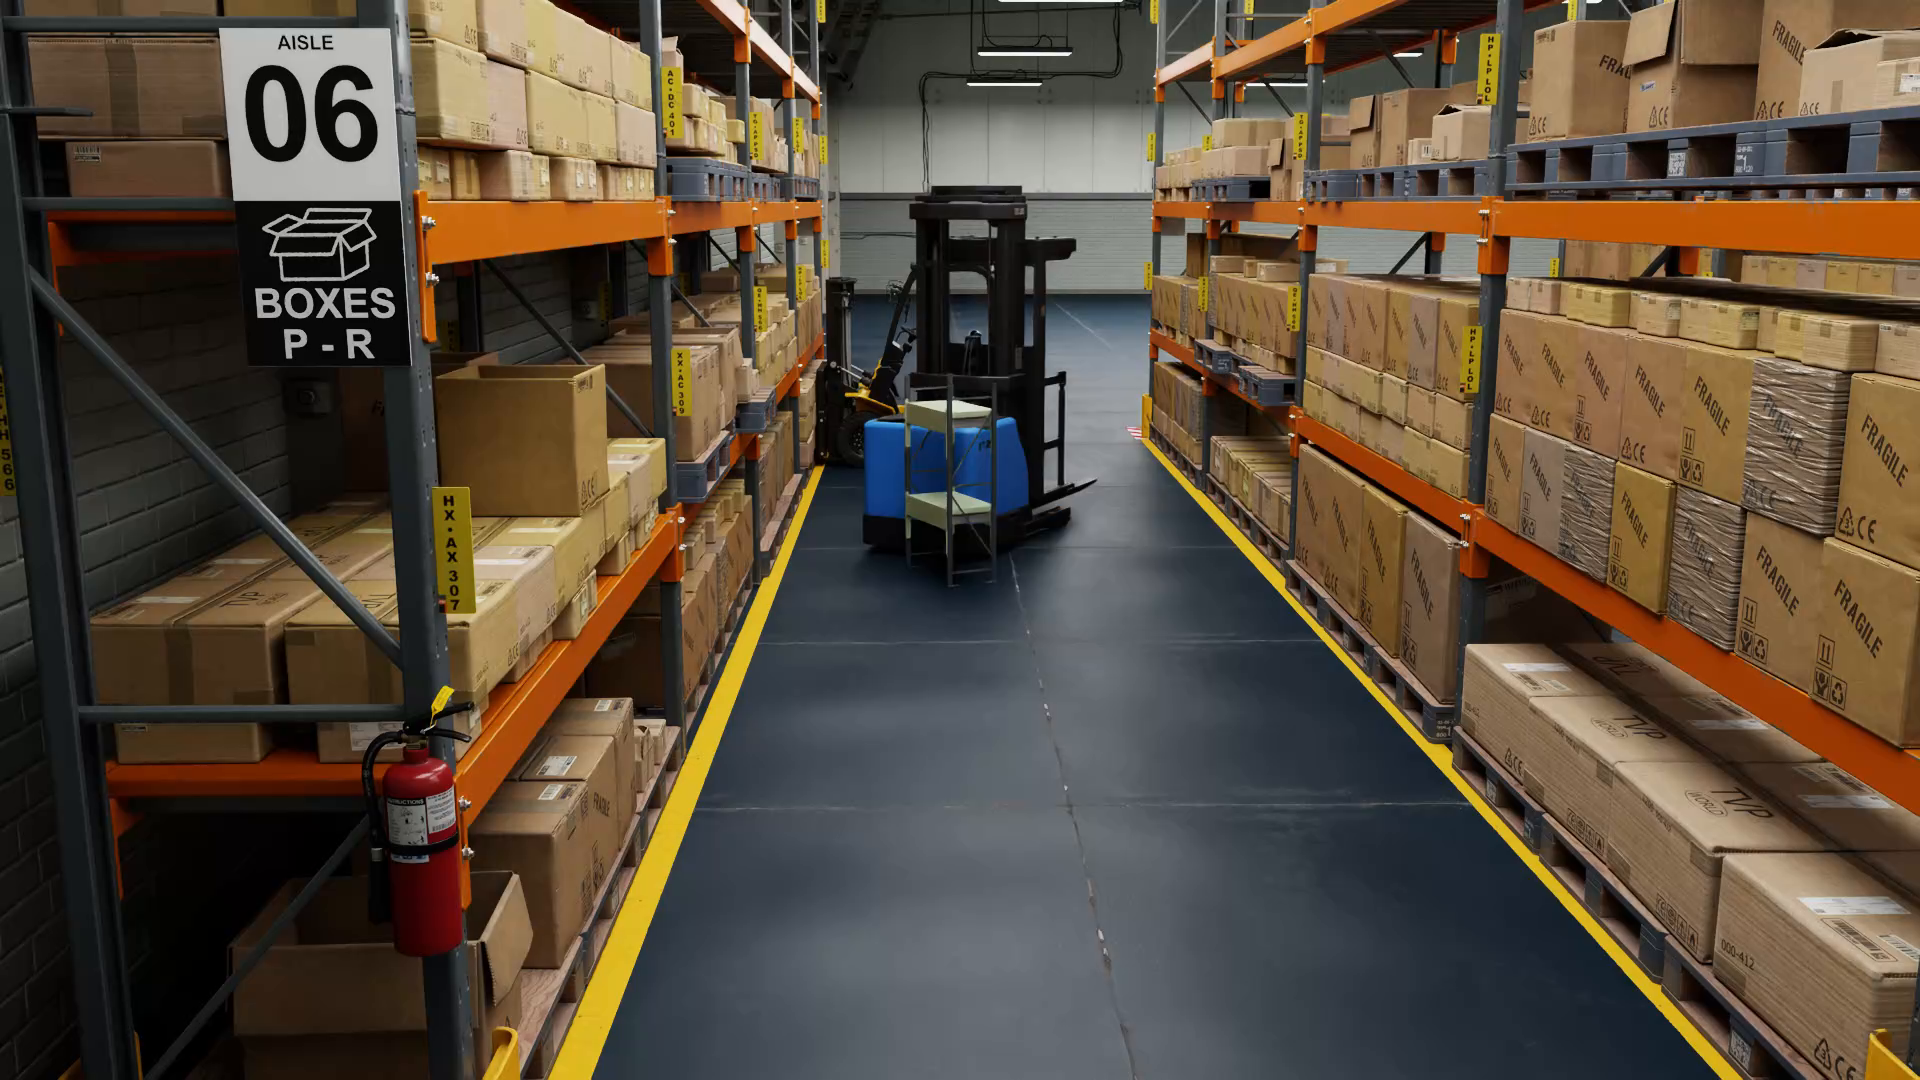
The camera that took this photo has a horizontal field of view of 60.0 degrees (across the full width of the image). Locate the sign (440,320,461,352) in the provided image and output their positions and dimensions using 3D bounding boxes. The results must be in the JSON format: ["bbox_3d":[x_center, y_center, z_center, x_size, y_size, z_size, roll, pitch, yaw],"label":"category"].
[{"bbox_3d":[-2.461,-0.905,8.065,0.100,0.325,0.005,0,11,-1],"label":"sign"}]

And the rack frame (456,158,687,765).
[{"bbox_3d":[-1.906,-0.341,8.195,1.000,3.000,0.127,0,11,-1],"label":"rack frame"}]

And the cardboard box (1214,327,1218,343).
[{"bbox_3d":[2.587,-1.924,15.573,0.380,0.149,0.250,0,11,0],"label":"cardboard box"}]

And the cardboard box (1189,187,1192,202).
[{"bbox_3d":[2.572,-3.565,17.176,0.380,0.149,0.250,0,11,0],"label":"cardboard box"}]

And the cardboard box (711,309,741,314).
[{"bbox_3d":[-1.792,-1.773,13.372,0.380,0.149,0.250,0,11,-1],"label":"cardboard box"}]

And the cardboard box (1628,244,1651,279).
[{"bbox_3d":[7.844,-2.991,18.164,0.875,0.550,0.500,0,11,-1],"label":"cardboard box"}]

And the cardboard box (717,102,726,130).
[{"bbox_3d":[-1.564,-2.455,9.650,0.380,0.149,0.250,0,11,-1],"label":"cardboard box"}]

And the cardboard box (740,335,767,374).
[{"bbox_3d":[-1.729,-1.397,12.520,0.500,0.250,0.500,0,11,-1],"label":"cardboard box"}]

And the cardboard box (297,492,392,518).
[{"bbox_3d":[-2.124,-0.013,6.209,0.500,0.250,0.500,0,11,-1],"label":"cardboard box"}]

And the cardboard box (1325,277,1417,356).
[{"bbox_3d":[2.759,-1.499,11.135,0.500,0.500,0.500,0,11,-1],"label":"cardboard box"}]

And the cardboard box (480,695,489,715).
[{"bbox_3d":[-1.608,0.461,4.876,0.380,0.149,0.250,0,11,0],"label":"cardboard box"}]

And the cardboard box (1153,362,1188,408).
[{"bbox_3d":[2.550,-1.807,19.395,0.500,0.500,0.500,-1,11,-3],"label":"cardboard box"}]

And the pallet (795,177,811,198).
[{"bbox_3d":[-2.137,-3.769,17.772,1.003,0.211,1.213,0,11,-1],"label":"pallet"}]

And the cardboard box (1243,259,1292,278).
[{"bbox_3d":[2.672,-2.360,14.462,0.380,0.149,0.250,0,11,2],"label":"cardboard box"}]

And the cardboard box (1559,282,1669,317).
[{"bbox_3d":[2.872,-1.054,7.310,0.380,0.149,0.250,0,11,-2],"label":"cardboard box"}]

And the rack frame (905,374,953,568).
[{"bbox_3d":[-0.240,-0.534,12.917,0.400,1.500,0.023,-6,13,-26],"label":"rack frame"}]

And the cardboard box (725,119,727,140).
[{"bbox_3d":[-1.730,-2.701,10.911,0.380,0.149,0.250,-1,11,-3],"label":"cardboard box"}]

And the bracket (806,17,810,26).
[{"bbox_3d":[-2.996,-10.273,33.011,0.076,0.066,4.783,0,11,-1],"label":"bracket"}]

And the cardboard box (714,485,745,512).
[{"bbox_3d":[-1.689,-0.283,11.511,0.380,0.149,0.250,-1,11,-4],"label":"cardboard box"}]

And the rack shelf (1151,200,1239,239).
[{"bbox_3d":[2.850,-3.467,17.871,1.077,0.370,4.000,0,11,-1],"label":"rack shelf"}]

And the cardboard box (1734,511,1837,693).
[{"bbox_3d":[2.869,0.190,5.329,0.500,0.500,0.500,0,11,-2],"label":"cardboard box"}]

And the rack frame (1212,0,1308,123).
[{"bbox_3d":[2.891,-4.892,15.541,1.000,3.000,0.127,0,11,-1],"label":"rack frame"}]

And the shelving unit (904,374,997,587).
[{"bbox_3d":[-0.077,-0.468,12.596,0.431,1.500,0.755,-6,13,-26],"label":"shelving unit"}]

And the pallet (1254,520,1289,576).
[{"bbox_3d":[2.959,0.054,13.261,1.003,0.211,1.213,0,11,-1],"label":"pallet"}]

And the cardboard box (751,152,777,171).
[{"bbox_3d":[-1.729,-3.162,13.881,0.380,0.149,0.250,0,11,-2],"label":"cardboard box"}]

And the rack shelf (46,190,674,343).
[{"bbox_3d":[-1.865,-1.061,6.008,1.077,0.370,4.000,0,11,-1],"label":"rack shelf"}]

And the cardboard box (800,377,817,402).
[{"bbox_3d":[-1.790,-1.577,17.634,0.500,0.250,0.500,0,11,1],"label":"cardboard box"}]

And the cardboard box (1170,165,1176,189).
[{"bbox_3d":[2.588,-3.986,18.246,0.500,0.250,0.500,0,11,1],"label":"cardboard box"}]

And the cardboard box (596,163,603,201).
[{"bbox_3d":[-1.628,-1.413,6.569,0.380,0.149,0.250,0,11,1],"label":"cardboard box"}]

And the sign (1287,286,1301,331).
[{"bbox_3d":[2.431,-1.682,12.091,0.100,0.325,0.005,0,11,-1],"label":"sign"}]

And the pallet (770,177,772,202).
[{"bbox_3d":[-2.118,-2.870,13.593,1.003,0.211,1.213,0,11,1],"label":"pallet"}]

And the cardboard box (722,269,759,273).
[{"bbox_3d":[-2.349,-2.811,17.740,0.380,0.149,0.250,0,11,0],"label":"cardboard box"}]

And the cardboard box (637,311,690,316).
[{"bbox_3d":[-2.334,-1.718,13.103,0.380,0.149,0.250,0,11,-2],"label":"cardboard box"}]

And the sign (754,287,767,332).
[{"bbox_3d":[-1.447,-1.669,12.027,0.100,0.325,0.005,0,11,-1],"label":"sign"}]

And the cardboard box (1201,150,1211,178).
[{"bbox_3d":[2.502,-3.437,15.232,0.500,0.250,0.500,-1,11,-3],"label":"cardboard box"}]

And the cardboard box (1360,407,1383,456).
[{"bbox_3d":[2.779,-0.681,10.248,0.500,0.250,0.500,0,11,-1],"label":"cardboard box"}]

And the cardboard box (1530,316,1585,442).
[{"bbox_3d":[2.828,-0.705,7.223,0.500,0.500,0.500,0,11,-2],"label":"cardboard box"}]

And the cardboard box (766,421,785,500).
[{"bbox_3d":[-2.041,-0.715,14.956,0.875,0.625,0.625,0,11,-2],"label":"cardboard box"}]

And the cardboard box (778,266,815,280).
[{"bbox_3d":[-1.820,-2.967,18.507,0.380,0.149,0.250,0,11,0],"label":"cardboard box"}]

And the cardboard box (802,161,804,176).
[{"bbox_3d":[-1.793,-3.776,16.907,0.380,0.149,0.250,0,11,1],"label":"cardboard box"}]

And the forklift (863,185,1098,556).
[{"bbox_3d":[0.325,-1.561,14.380,1.130,2.935,3.031,6,13,26],"label":"forklift"}]

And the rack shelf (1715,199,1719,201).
[{"bbox_3d":[7.796,-3.508,18.070,1.077,0.370,4.000,0,11,-1],"label":"rack shelf"}]

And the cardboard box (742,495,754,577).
[{"bbox_3d":[-1.765,-0.034,11.911,0.500,0.500,0.500,0,11,0],"label":"cardboard box"}]

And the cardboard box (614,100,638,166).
[{"bbox_3d":[-1.625,-1.685,6.905,0.500,0.250,0.500,-1,11,-3],"label":"cardboard box"}]

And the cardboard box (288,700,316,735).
[{"bbox_3d":[-2.043,0.462,4.870,0.380,0.149,0.250,0,11,1],"label":"cardboard box"}]

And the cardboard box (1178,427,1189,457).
[{"bbox_3d":[2.589,-1.033,17.465,0.500,0.250,0.500,-1,11,-3],"label":"cardboard box"}]

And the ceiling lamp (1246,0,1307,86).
[{"bbox_3d":[8.556,-13.630,43.930,2.000,3.185,0.800,0,11,-1],"label":"ceiling lamp"}]

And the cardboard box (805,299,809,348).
[{"bbox_3d":[-1.859,-2.273,17.470,0.500,0.500,0.500,0,11,-2],"label":"cardboard box"}]

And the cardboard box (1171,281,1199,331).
[{"bbox_3d":[2.585,-2.542,18.043,0.500,0.500,0.500,0,11,-2],"label":"cardboard box"}]

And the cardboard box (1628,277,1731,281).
[{"bbox_3d":[3.381,-1.159,7.830,0.380,0.149,0.250,0,11,-2],"label":"cardboard box"}]

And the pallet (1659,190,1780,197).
[{"bbox_3d":[7.831,-3.582,16.849,1.003,0.211,1.213,0,11,-1],"label":"pallet"}]

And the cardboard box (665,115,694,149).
[{"bbox_3d":[-1.515,-2.004,8.171,0.380,0.149,0.250,0,11,0],"label":"cardboard box"}]

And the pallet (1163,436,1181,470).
[{"bbox_3d":[2.814,-0.962,18.271,1.003,0.211,1.213,0,11,-1],"label":"pallet"}]

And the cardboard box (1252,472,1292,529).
[{"bbox_3d":[2.949,-0.334,13.714,0.950,0.372,0.625,0,11,-2],"label":"cardboard box"}]
